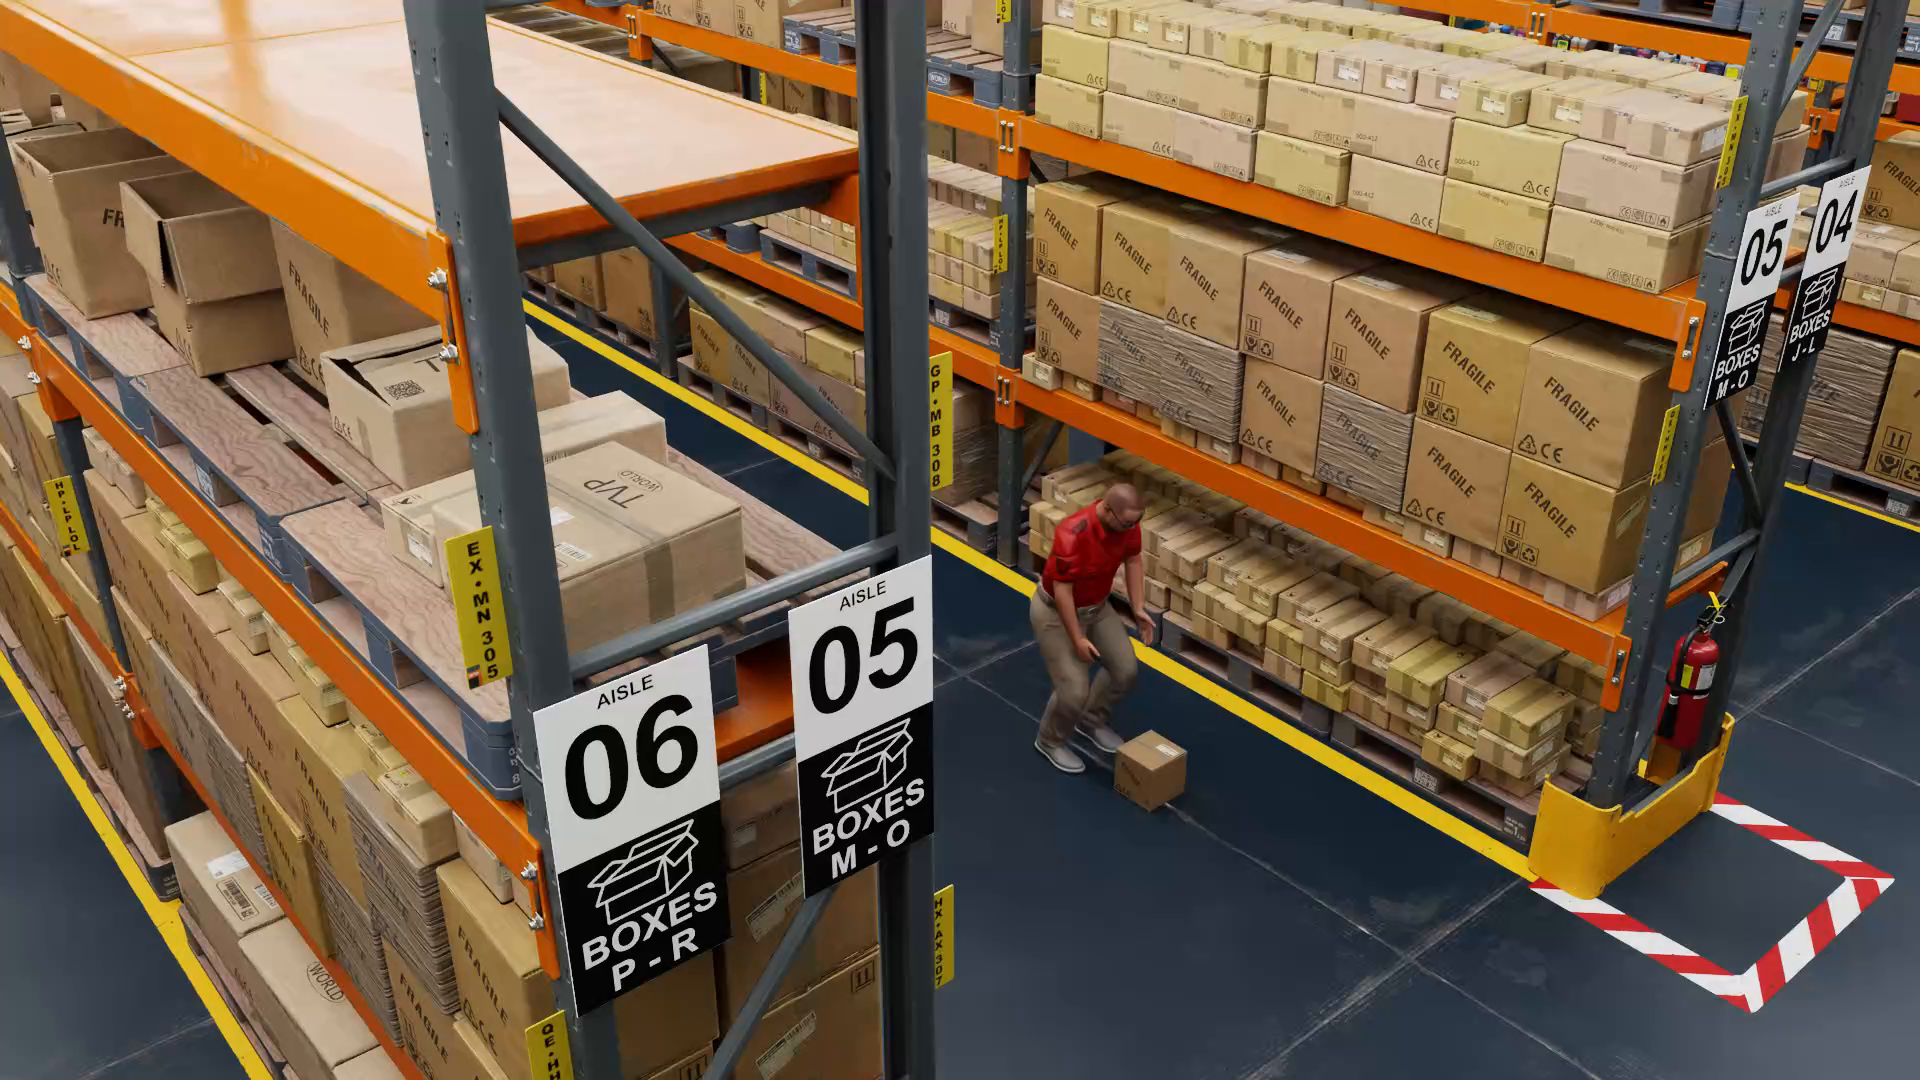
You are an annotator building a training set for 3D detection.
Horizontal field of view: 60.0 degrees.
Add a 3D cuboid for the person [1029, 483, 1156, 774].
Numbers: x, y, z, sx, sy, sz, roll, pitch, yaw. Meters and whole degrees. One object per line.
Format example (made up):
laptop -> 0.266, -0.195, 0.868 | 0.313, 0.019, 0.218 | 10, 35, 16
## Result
person -> 0.649, 0.380, 8.262 | 0.578, 1.588, 0.550 | -22, 35, -35
